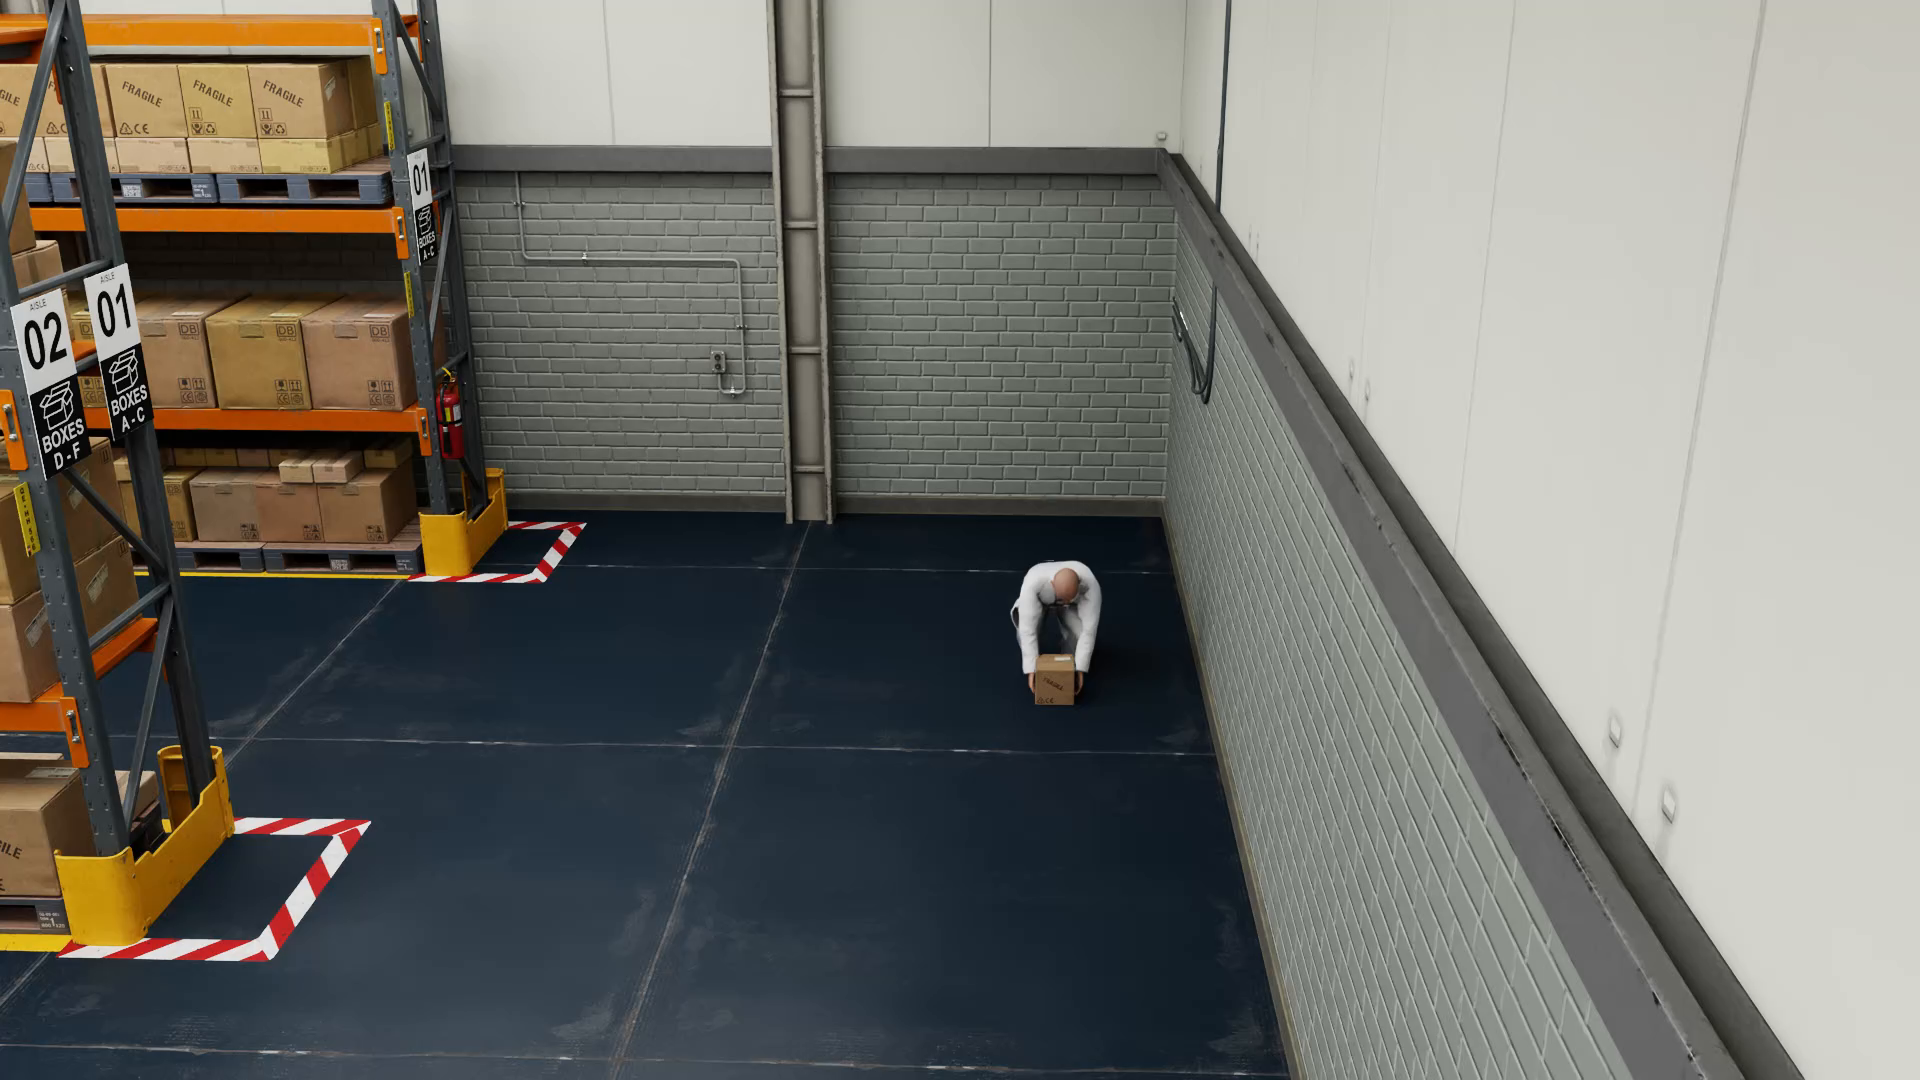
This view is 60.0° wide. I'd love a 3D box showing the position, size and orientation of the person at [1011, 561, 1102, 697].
[{"bbox_3d":[0.637,0.501,11.087,0.599,0.853,0.911,1,20,2],"label":"person"}]
